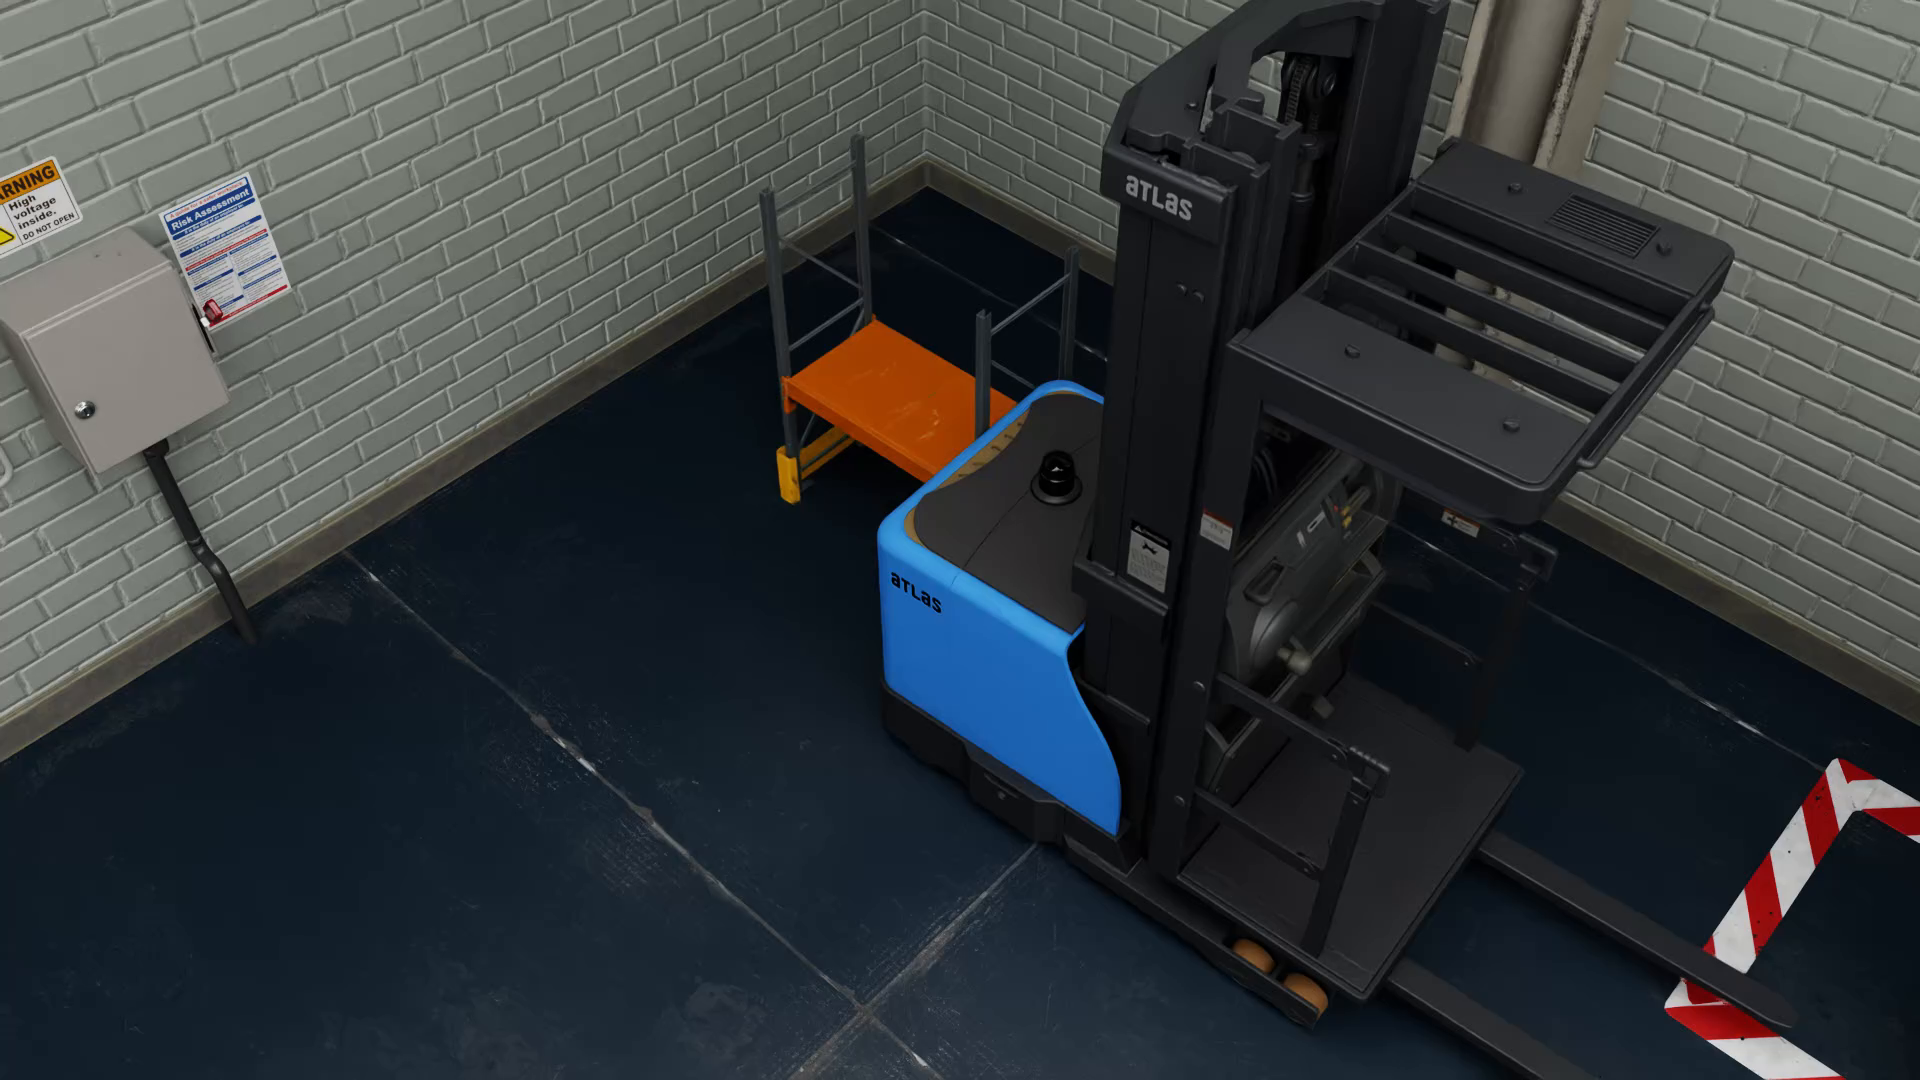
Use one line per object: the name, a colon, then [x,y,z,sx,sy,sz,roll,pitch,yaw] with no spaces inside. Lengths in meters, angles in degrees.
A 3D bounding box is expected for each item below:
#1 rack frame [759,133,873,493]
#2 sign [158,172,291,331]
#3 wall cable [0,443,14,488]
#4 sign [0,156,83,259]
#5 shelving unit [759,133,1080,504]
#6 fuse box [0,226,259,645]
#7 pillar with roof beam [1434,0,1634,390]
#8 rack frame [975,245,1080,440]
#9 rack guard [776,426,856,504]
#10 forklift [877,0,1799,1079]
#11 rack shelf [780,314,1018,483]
rack frame: [-0.529,-0.837,6.507,0.032,1.500,0.500,33,55,27]
sign: [-2.500,-0.980,5.678,0.001,0.494,0.329,34,55,28]
wall cable: [-3.262,-0.706,4.658,0.122,1.984,0.588,34,55,28]
sign: [-2.873,-1.001,5.066,0.001,0.242,0.339,34,55,28]
shelving unit: [-0.157,-0.594,6.279,1.083,1.500,0.587,33,55,27]
fuse box: [-2.683,-0.205,5.768,0.414,1.711,0.539,34,55,28]
pillar with roof beam: [-0.982,-1.041,1.555,0.400,9.000,9.100,34,55,28]
rack frame: [0.229,-0.343,6.043,0.032,1.500,0.500,33,55,27]
rack guard: [-0.528,-0.408,6.962,0.087,0.250,0.587,33,55,27]
forklift: [1.179,0.094,4.651,3.031,2.935,1.130,31,54,26]
rack shelf: [-0.150,-0.467,6.406,1.000,0.185,0.538,33,55,27]
